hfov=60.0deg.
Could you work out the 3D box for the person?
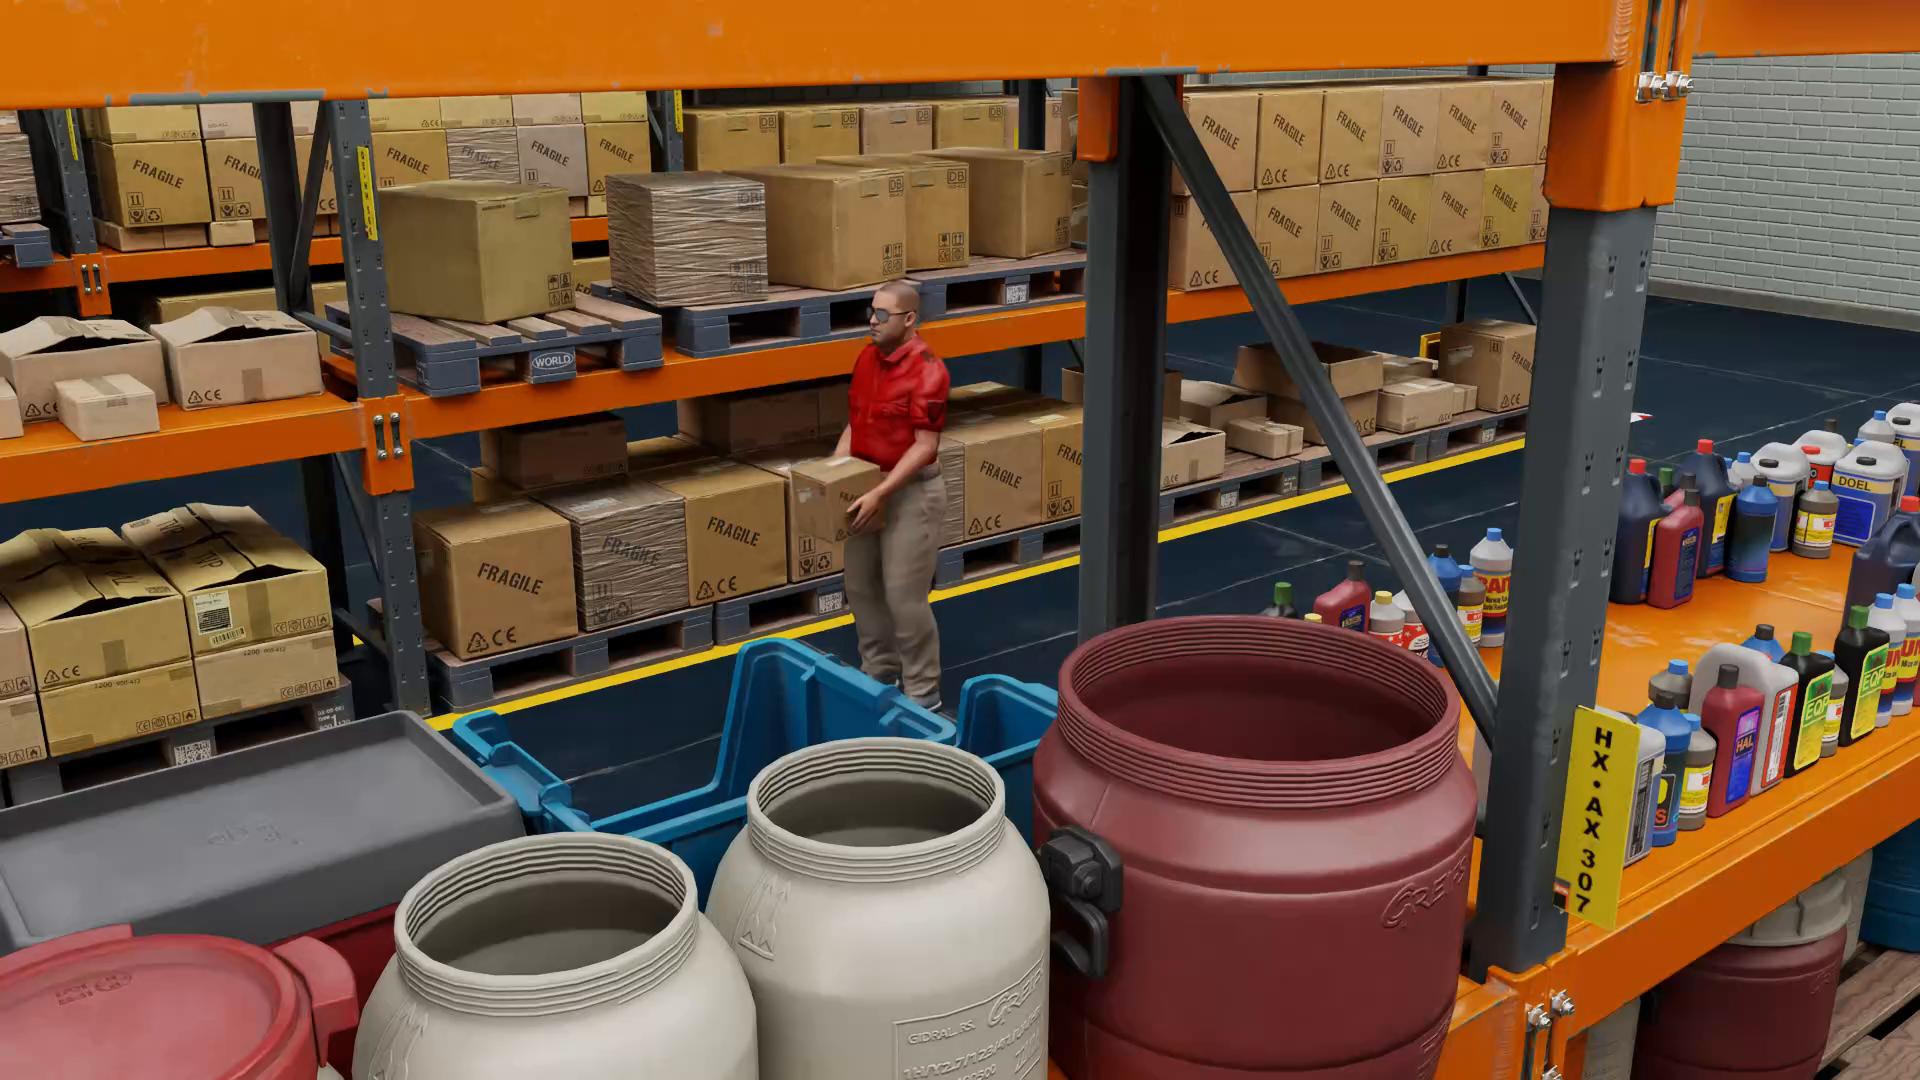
[{"bbox_3d":[-0.312,-0.140,6.506,0.496,1.732,0.527,-13,22,-36],"label":"person"}]
